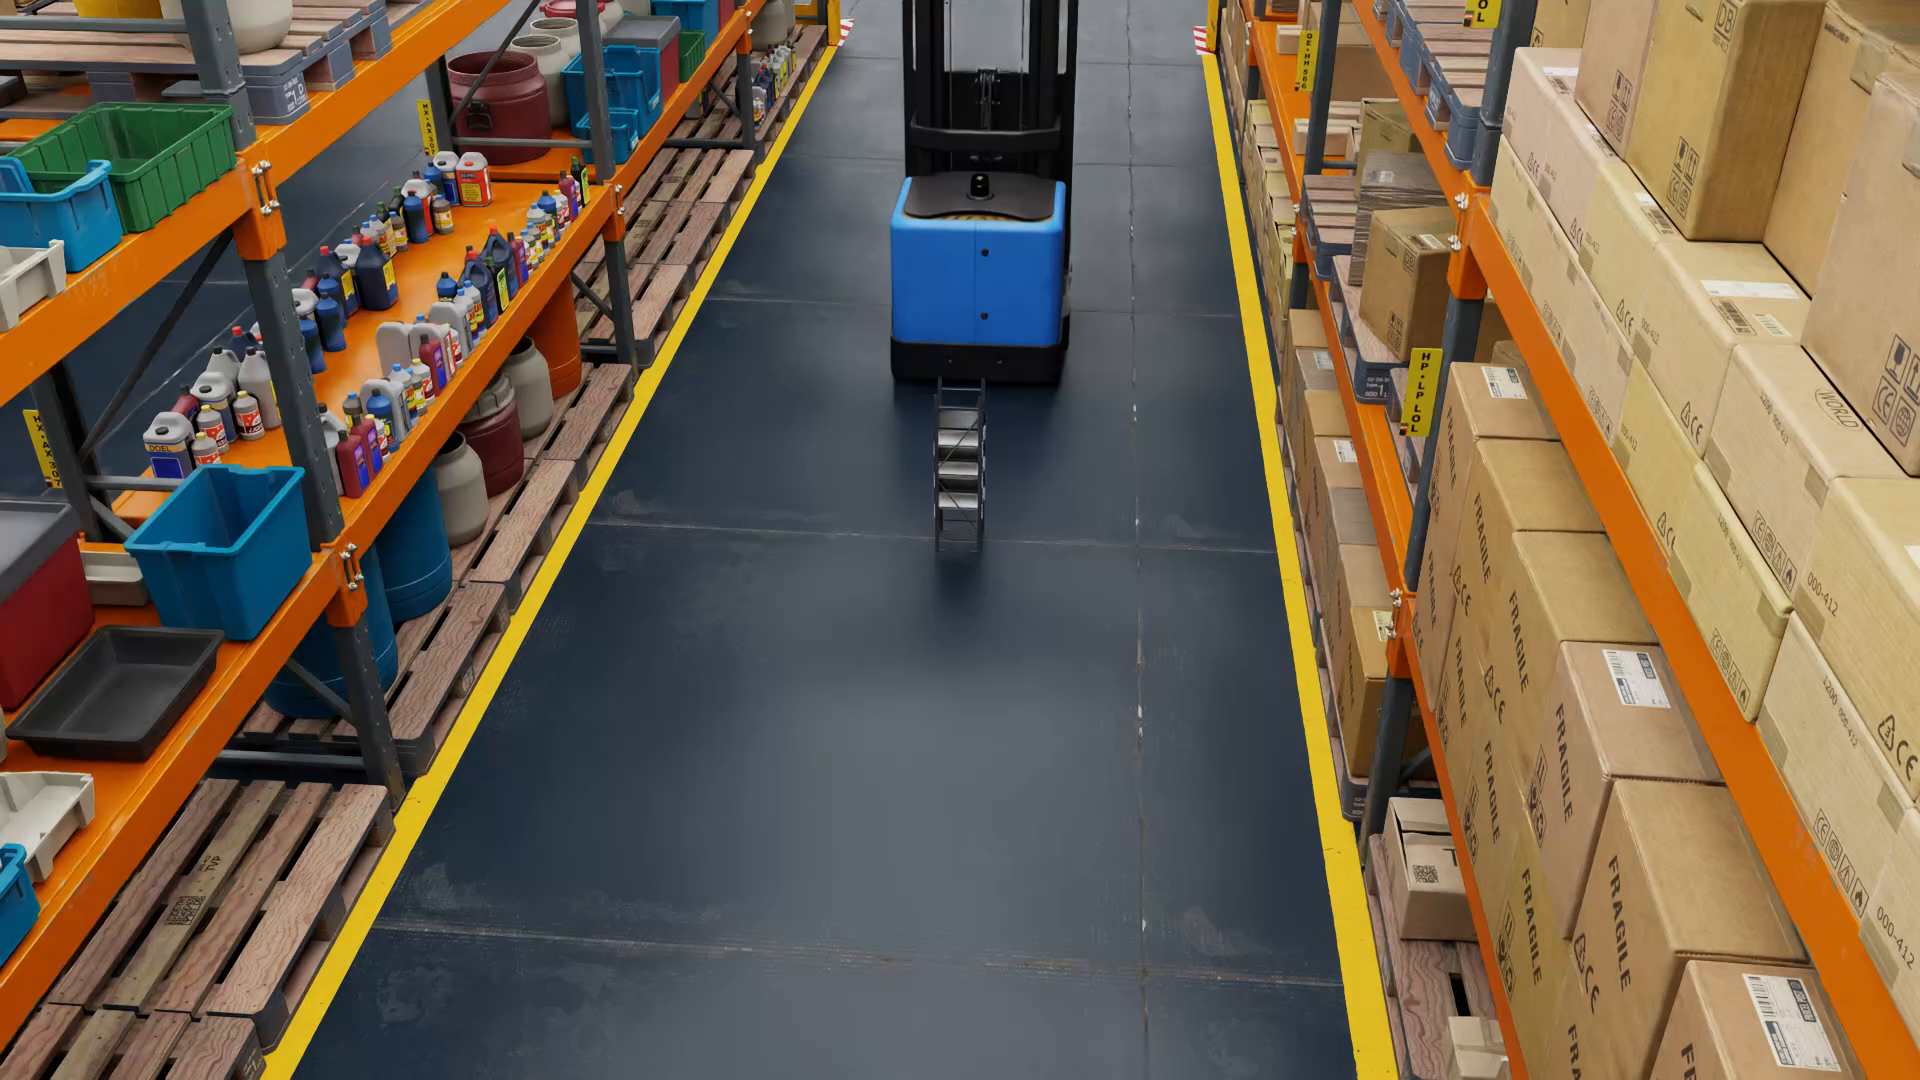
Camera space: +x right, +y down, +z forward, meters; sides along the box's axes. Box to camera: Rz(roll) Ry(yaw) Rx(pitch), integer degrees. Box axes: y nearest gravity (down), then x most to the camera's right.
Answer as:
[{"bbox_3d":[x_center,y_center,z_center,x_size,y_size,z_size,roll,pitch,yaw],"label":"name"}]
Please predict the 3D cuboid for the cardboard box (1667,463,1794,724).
[{"bbox_3d":[1.634,0.096,3.018,0.500,0.250,0.500,2,32,4],"label":"cardboard box"}]

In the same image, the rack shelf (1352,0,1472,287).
[{"bbox_3d":[2.264,-1.996,6.956,1.077,0.370,4.000,2,32,4],"label":"rack shelf"}]

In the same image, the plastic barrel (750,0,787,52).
[{"bbox_3d":[-1.876,-4.978,15.939,0.421,0.512,0.421,0,32,0],"label":"plastic barrel"}]

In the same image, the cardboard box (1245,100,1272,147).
[{"bbox_3d":[2.471,-3.204,12.776,0.500,0.311,0.500,3,32,4],"label":"cardboard box"}]

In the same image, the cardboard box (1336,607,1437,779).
[{"bbox_3d":[1.856,0.627,6.836,0.500,0.500,0.500,2,32,4],"label":"cardboard box"}]

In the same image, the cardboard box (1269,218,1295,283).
[{"bbox_3d":[2.260,-1.874,10.618,0.500,0.311,0.500,2,32,3],"label":"cardboard box"}]

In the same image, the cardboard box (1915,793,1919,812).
[{"bbox_3d":[1.564,0.407,2.038,0.500,0.250,0.500,2,32,4],"label":"cardboard box"}]

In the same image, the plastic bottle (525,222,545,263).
[{"bbox_3d":[-2.203,-1.535,8.571,0.097,0.201,0.097,0,32,0],"label":"plastic bottle"}]

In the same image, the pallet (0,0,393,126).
[{"bbox_3d":[-2.869,-1.803,6.138,1.213,0.211,1.003,2,32,4],"label":"pallet"}]

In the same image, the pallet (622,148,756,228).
[{"bbox_3d":[-2.209,-2.776,13.054,1.003,0.211,1.213,2,32,4],"label":"pallet"}]

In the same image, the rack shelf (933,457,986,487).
[{"bbox_3d":[-0.001,-0.350,8.525,0.258,0.077,0.200,2,32,4],"label":"rack shelf"}]

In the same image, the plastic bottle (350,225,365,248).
[{"bbox_3d":[-3.006,-1.420,8.306,0.061,0.283,0.133,2,32,4],"label":"plastic bottle"}]

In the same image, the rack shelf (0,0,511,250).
[{"bbox_3d":[-2.672,-2.209,7.302,1.077,0.370,4.000,2,32,4],"label":"rack shelf"}]

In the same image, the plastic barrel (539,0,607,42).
[{"bbox_3d":[-2.575,-3.333,11.170,0.433,0.535,0.433,0,32,0],"label":"plastic barrel"}]

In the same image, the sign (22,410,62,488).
[{"bbox_3d":[-3.383,-0.335,6.171,0.100,0.325,0.005,2,32,4],"label":"sign"}]

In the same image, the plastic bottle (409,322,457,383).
[{"bbox_3d":[-2.342,-0.850,7.388,0.152,0.276,0.135,2,32,4],"label":"plastic bottle"}]

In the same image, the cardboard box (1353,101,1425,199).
[{"bbox_3d":[2.488,-1.958,8.573,0.700,0.500,0.500,-8,33,-13],"label":"cardboard box"}]

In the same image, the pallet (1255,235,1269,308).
[{"bbox_3d":[2.635,-1.949,11.711,1.003,0.211,1.213,2,32,4],"label":"pallet"}]

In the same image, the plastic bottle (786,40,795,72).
[{"bbox_3d":[-1.562,-4.457,15.294,0.061,0.283,0.133,3,32,5],"label":"plastic bottle"}]

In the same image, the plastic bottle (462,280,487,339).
[{"bbox_3d":[-2.279,-1.080,7.765,0.097,0.271,0.097,0,32,0],"label":"plastic bottle"}]

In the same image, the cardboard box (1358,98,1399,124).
[{"bbox_3d":[2.693,-2.492,10.020,0.500,0.311,0.500,2,32,3],"label":"cardboard box"}]

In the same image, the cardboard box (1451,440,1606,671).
[{"bbox_3d":[1.741,0.057,4.750,0.500,0.500,0.500,2,32,2],"label":"cardboard box"}]

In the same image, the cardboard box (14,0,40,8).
[{"bbox_3d":[-7.325,-4.612,12.403,1.000,1.000,1.000,3,32,4],"label":"cardboard box"}]

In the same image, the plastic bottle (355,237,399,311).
[{"bbox_3d":[-2.834,-1.306,8.057,0.144,0.351,0.185,2,32,4],"label":"plastic bottle"}]

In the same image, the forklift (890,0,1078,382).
[{"bbox_3d":[0.207,-2.959,10.758,1.130,2.935,3.031,2,32,4],"label":"forklift"}]

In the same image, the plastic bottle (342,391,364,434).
[{"bbox_3d":[-2.514,-0.521,6.925,0.097,0.201,0.097,0,32,0],"label":"plastic bottle"}]

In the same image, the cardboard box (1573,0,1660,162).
[{"bbox_3d":[1.918,-1.213,3.952,0.700,0.500,0.500,2,32,4],"label":"cardboard box"}]

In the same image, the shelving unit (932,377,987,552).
[{"bbox_3d":[-0.001,-0.379,8.507,0.258,0.900,0.210,2,32,4],"label":"shelving unit"}]

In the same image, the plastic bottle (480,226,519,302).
[{"bbox_3d":[-2.265,-1.354,8.136,0.144,0.351,0.185,2,32,4],"label":"plastic bottle"}]

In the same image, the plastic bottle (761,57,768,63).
[{"bbox_3d":[-1.756,-4.277,15.079,0.097,0.201,0.097,0,32,0],"label":"plastic bottle"}]

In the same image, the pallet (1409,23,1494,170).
[{"bbox_3d":[2.225,-1.514,5.668,1.213,0.211,1.003,2,32,4],"label":"pallet"}]

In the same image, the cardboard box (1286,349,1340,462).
[{"bbox_3d":[2.068,-0.694,8.980,0.500,0.500,0.500,1,32,2],"label":"cardboard box"}]

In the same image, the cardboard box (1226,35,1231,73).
[{"bbox_3d":[2.735,-4.468,15.362,0.500,0.250,0.500,2,32,4],"label":"cardboard box"}]

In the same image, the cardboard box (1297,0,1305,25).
[{"bbox_3d":[2.756,-3.839,12.264,0.500,0.250,0.500,4,32,7],"label":"cardboard box"}]

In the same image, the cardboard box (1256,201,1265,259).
[{"bbox_3d":[2.348,-2.166,11.626,0.500,0.250,0.500,3,32,5],"label":"cardboard box"}]

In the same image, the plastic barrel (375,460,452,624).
[{"bbox_3d":[-2.716,-0.132,7.705,0.600,0.901,0.708,2,32,4],"label":"plastic barrel"}]

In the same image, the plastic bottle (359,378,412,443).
[{"bbox_3d":[-2.388,-0.557,6.913,0.152,0.276,0.135,2,32,4],"label":"plastic bottle"}]

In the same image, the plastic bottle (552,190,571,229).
[{"bbox_3d":[-2.164,-1.790,8.984,0.097,0.201,0.097,0,32,0],"label":"plastic bottle"}]

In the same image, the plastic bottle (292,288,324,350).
[{"bbox_3d":[-3.025,-1.006,7.642,0.152,0.276,0.135,2,32,4],"label":"plastic bottle"}]

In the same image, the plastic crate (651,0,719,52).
[{"bbox_3d":[-1.964,-3.779,12.038,0.392,0.384,0.575,2,32,4],"label":"plastic crate"}]

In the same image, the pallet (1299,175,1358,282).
[{"bbox_3d":[2.442,-1.632,8.721,1.213,0.211,1.003,2,32,4],"label":"pallet"}]

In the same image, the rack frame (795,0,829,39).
[{"bbox_3d":[-1.858,-6.468,16.386,1.000,3.000,0.127,2,32,4],"label":"rack frame"}]

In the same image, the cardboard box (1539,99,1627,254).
[{"bbox_3d":[1.775,-0.900,4.159,0.500,0.250,0.500,2,32,4],"label":"cardboard box"}]

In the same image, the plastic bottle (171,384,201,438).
[{"bbox_3d":[-3.152,-0.486,6.790,0.061,0.283,0.133,2,32,4],"label":"plastic bottle"}]

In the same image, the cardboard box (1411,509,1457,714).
[{"bbox_3d":[1.788,0.233,5.417,0.500,0.500,0.500,3,32,5],"label":"cardboard box"}]

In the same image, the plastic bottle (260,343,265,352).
[{"bbox_3d":[-2.928,-0.757,7.166,0.144,0.351,0.185,2,32,4],"label":"plastic bottle"}]

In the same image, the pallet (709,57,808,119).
[{"bbox_3d":[-1.991,-4.178,15.328,1.003,0.211,1.213,2,32,4],"label":"pallet"}]

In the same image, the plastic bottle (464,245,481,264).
[{"bbox_3d":[-2.369,-1.317,8.139,0.061,0.283,0.133,2,32,4],"label":"plastic bottle"}]

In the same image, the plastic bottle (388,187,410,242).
[{"bbox_3d":[-2.961,-1.712,8.780,0.061,0.283,0.133,2,32,4],"label":"plastic bottle"}]

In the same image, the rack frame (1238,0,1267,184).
[{"bbox_3d":[2.753,-4.162,12.645,1.000,3.000,0.127,2,32,4],"label":"rack frame"}]

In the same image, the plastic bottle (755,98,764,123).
[{"bbox_3d":[-1.704,-3.626,14.023,0.097,0.201,0.097,0,32,0],"label":"plastic bottle"}]

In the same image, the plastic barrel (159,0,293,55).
[{"bbox_3d":[-2.542,-1.971,5.700,0.433,0.535,0.433,0,32,0],"label":"plastic barrel"}]

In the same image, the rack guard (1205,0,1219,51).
[{"bbox_3d":[3.080,-5.202,16.715,1.175,0.500,0.348,2,32,4],"label":"rack guard"}]

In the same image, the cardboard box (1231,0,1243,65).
[{"bbox_3d":[2.688,-4.526,14.741,0.500,0.500,0.500,2,32,4],"label":"cardboard box"}]

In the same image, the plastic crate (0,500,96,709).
[{"bbox_3d":[-3.158,0.211,5.431,0.402,0.464,0.583,2,32,4],"label":"plastic crate"}]

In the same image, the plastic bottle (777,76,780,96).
[{"bbox_3d":[-1.643,-4.022,14.665,0.097,0.201,0.097,0,32,0],"label":"plastic bottle"}]

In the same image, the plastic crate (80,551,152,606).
[{"bbox_3d":[-3.015,0.131,5.872,0.396,0.136,0.243,2,32,4],"label":"plastic crate"}]

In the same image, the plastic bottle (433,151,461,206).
[{"bbox_3d":[-2.867,-2.019,9.285,0.152,0.276,0.135,2,32,4],"label":"plastic bottle"}]
